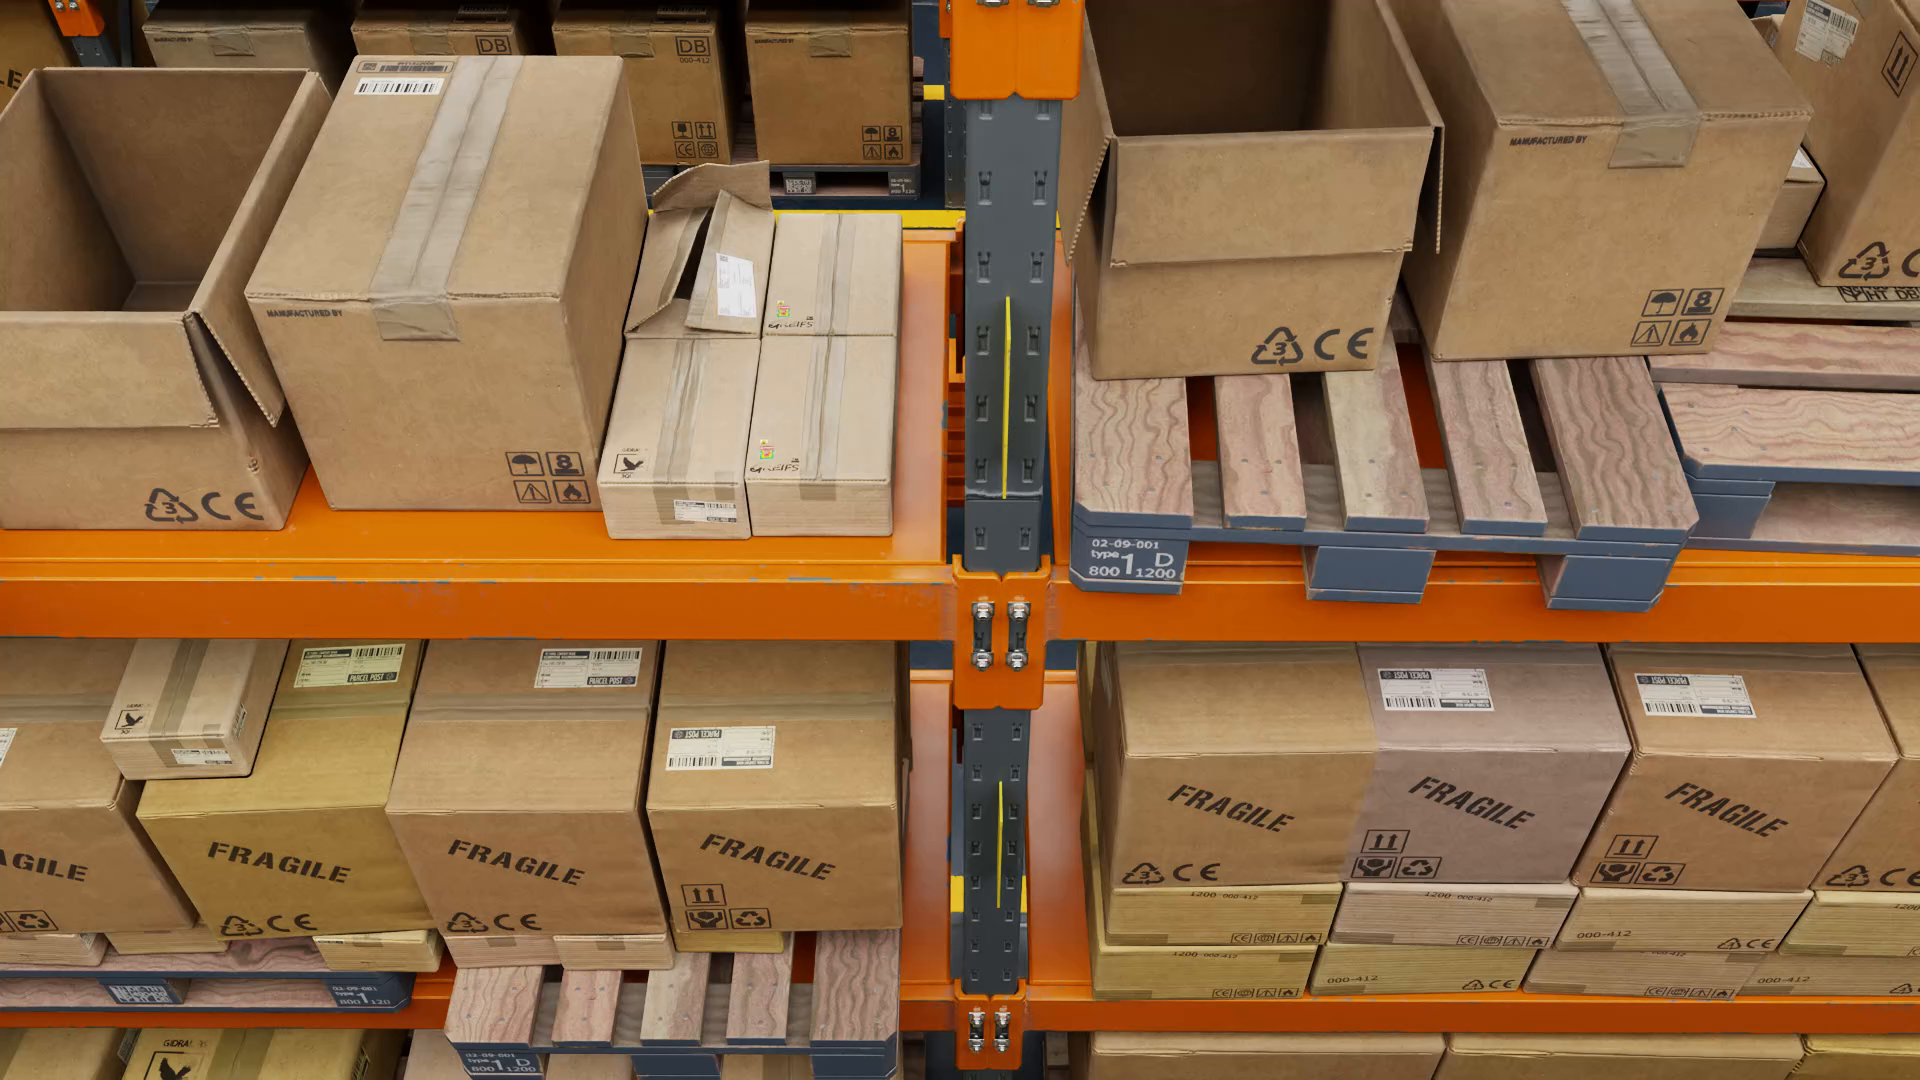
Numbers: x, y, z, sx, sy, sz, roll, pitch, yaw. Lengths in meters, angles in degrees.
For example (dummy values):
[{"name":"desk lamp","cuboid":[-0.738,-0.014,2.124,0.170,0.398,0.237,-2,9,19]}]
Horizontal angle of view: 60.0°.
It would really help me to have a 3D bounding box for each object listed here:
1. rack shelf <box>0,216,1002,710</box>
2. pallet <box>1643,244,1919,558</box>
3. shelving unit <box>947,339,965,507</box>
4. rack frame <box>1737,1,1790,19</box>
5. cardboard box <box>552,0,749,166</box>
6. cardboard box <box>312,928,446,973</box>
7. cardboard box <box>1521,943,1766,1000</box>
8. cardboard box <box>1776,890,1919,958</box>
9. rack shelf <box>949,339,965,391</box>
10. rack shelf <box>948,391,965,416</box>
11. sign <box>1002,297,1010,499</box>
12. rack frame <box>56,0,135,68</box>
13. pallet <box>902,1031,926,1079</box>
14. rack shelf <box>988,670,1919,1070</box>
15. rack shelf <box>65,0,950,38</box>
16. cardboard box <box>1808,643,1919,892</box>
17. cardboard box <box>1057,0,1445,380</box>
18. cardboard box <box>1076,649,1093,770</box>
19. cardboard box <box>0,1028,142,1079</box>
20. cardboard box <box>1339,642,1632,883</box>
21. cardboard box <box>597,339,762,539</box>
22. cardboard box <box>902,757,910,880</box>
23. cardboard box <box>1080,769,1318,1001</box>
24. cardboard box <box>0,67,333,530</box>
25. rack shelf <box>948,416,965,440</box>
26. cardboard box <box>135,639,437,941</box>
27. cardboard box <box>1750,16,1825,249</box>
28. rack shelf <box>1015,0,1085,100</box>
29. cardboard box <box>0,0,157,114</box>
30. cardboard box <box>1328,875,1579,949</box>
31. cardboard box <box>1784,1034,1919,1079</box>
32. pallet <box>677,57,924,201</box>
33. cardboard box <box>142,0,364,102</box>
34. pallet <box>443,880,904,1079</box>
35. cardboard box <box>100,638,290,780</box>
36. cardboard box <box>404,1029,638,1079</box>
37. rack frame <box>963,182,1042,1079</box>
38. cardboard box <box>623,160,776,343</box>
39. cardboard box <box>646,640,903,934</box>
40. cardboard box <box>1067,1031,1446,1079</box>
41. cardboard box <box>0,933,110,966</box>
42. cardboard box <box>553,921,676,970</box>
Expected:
[{"name":"rack shelf","cuboid":[-1.927,-0.191,3.320,4.000,0.370,1.077,0,47,0]},{"name":"pallet","cuboid":[1.835,-0.402,3.155,1.213,0.211,1.003,2,47,2]},{"name":"shelving unit","cuboid":[-0.014,-0.409,6.311,0.189,1.200,0.258,0,47,0]},{"name":"rack frame","cuboid":[3.990,-3.021,7.513,0.127,3.000,1.000,0,47,0]},{"name":"cardboard box","cuboid":[-1.492,-2.476,8.255,0.750,0.750,1.050,1,47,1]},{"name":"cardboard box","cuboid":[-1.303,0.793,3.848,0.250,0.149,0.380,1,47,1]},{"name":"cardboard box","cuboid":[1.600,0.822,4.038,0.500,0.250,0.500,2,47,1]},{"name":"cardboard box","cuboid":[2.101,0.678,3.830,0.500,0.250,0.500,1,47,1]},{"name":"rack shelf","cuboid":[-0.014,-0.624,6.080,0.180,0.103,0.258,0,47,0]},{"name":"rack shelf","cuboid":[-0.014,-0.542,6.168,0.180,0.103,0.258,0,47,0]},{"name":"sign","cuboid":[0.069,-0.209,2.493,0.005,0.325,0.100,0,47,0]},{"name":"rack frame","cuboid":[-4.010,-3.043,7.533,0.127,3.000,1.000,0,47,0]},{"name":"pallet","cuboid":[-0.708,1.539,5.174,1.213,0.211,1.003,0,47,0]},{"name":"rack shelf","cuboid":[2.073,0.842,4.408,4.000,0.370,1.077,0,47,0]},{"name":"rack shelf","cuboid":[-2.010,-2.792,7.791,4.000,0.370,1.077,0,47,0]},{"name":"cardboard box","cuboid":[2.083,0.408,3.569,0.500,0.500,0.500,1,47,1]},{"name":"cardboard box","cuboid":[0.451,-0.718,2.962,0.637,0.503,0.797,-2,47,-2]},{"name":"cardboard box","cuboid":[0.580,0.454,4.381,0.500,0.250,0.500,-1,47,-1]},{"name":"cardboard box","cuboid":[-2.684,1.332,4.969,0.625,0.372,0.950,3,47,3]},{"name":"cardboard box","cuboid":[1.061,0.392,3.585,0.500,0.500,0.500,0,47,0]},{"name":"cardboard box","cuboid":[-0.491,-0.187,2.997,0.250,0.149,0.380,0,47,0]},{"name":"cardboard box","cuboid":[-0.256,0.706,3.929,0.250,0.149,0.380,2,47,2]},{"name":"cardboard box","cuboid":[0.561,0.828,4.032,0.500,0.250,0.500,-1,47,-1]},{"name":"cardboard box","cuboid":[-1.452,-0.449,2.999,0.637,0.503,0.797,0,47,0]},{"name":"rack shelf","cuboid":[-0.014,-0.460,6.256,0.180,0.103,0.258,0,47,0]},{"name":"cardboard box","cuboid":[-1.404,0.522,3.657,0.500,0.500,0.500,-3,47,-3]},{"name":"cardboard box","cuboid":[1.452,-0.780,3.182,0.258,0.266,0.396,-1,47,-1]},{"name":"rack shelf","cuboid":[2.073,-1.065,2.359,4.000,0.370,1.077,0,47,0]},{"name":"cardboard box","cuboid":[-4.638,-2.515,8.206,0.875,0.875,0.875,1,47,1]},{"name":"cardboard box","cuboid":[1.096,0.657,3.850,0.500,0.250,0.500,1,47,1]},{"name":"cardboard box","cuboid":[2.549,1.244,4.708,0.875,0.875,0.875,1,47,1]},{"name":"pallet","cuboid":[-0.798,-2.139,8.597,1.213,0.211,1.003,0,47,0]},{"name":"cardboard box","cuboid":[-3.389,-2.484,8.262,0.750,0.750,1.050,0,47,0]},{"name":"pallet","cuboid":[-0.640,0.733,4.149,1.003,0.211,1.213,0,47,0]},{"name":"cardboard box","cuboid":[-1.564,0.294,3.425,0.250,0.149,0.380,-2,47,-2]},{"name":"cardboard box","cuboid":[-1.230,1.339,4.963,0.625,0.372,0.950,-1,47,-1]},{"name":"rack frame","cuboid":[0.073,0.592,4.150,0.127,3.000,1.000,0,47,0]},{"name":"cardboard box","cuboid":[-0.497,-0.511,3.219,0.258,0.266,0.396,0,47,0]},{"name":"cardboard box","cuboid":[-0.383,0.515,3.663,0.500,0.500,0.500,-1,47,-1]},{"name":"cardboard box","cuboid":[0.763,1.235,4.716,0.875,0.875,0.875,0,47,0]},{"name":"cardboard box","cuboid":[-2.072,0.780,3.859,0.250,0.149,0.380,2,47,2]},{"name":"cardboard box","cuboid":[-0.776,0.790,3.850,0.250,0.149,0.380,0,47,0]}]
